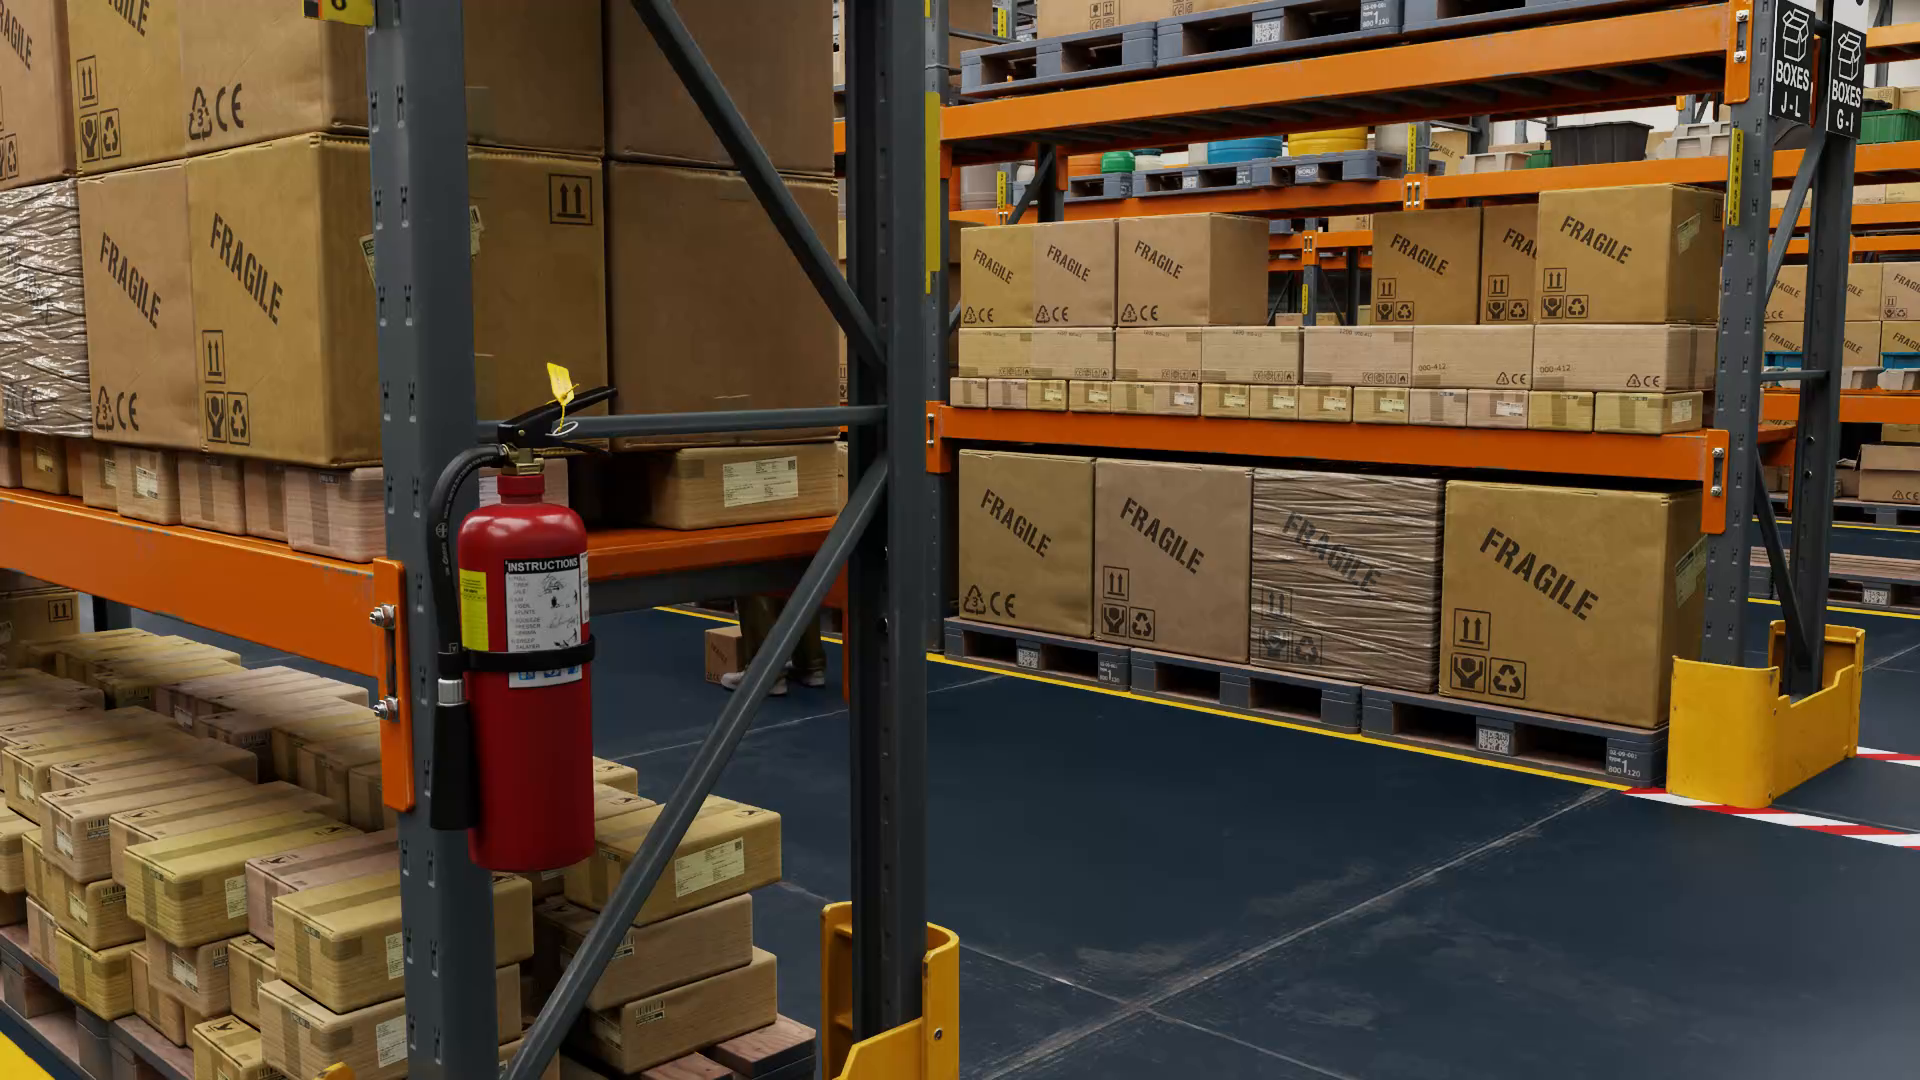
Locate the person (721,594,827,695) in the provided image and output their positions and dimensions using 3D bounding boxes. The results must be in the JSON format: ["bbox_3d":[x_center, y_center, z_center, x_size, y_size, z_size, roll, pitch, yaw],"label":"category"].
[{"bbox_3d":[-0.883,-0.177,7.771,0.420,1.774,0.654,6,9,40],"label":"person"}]
